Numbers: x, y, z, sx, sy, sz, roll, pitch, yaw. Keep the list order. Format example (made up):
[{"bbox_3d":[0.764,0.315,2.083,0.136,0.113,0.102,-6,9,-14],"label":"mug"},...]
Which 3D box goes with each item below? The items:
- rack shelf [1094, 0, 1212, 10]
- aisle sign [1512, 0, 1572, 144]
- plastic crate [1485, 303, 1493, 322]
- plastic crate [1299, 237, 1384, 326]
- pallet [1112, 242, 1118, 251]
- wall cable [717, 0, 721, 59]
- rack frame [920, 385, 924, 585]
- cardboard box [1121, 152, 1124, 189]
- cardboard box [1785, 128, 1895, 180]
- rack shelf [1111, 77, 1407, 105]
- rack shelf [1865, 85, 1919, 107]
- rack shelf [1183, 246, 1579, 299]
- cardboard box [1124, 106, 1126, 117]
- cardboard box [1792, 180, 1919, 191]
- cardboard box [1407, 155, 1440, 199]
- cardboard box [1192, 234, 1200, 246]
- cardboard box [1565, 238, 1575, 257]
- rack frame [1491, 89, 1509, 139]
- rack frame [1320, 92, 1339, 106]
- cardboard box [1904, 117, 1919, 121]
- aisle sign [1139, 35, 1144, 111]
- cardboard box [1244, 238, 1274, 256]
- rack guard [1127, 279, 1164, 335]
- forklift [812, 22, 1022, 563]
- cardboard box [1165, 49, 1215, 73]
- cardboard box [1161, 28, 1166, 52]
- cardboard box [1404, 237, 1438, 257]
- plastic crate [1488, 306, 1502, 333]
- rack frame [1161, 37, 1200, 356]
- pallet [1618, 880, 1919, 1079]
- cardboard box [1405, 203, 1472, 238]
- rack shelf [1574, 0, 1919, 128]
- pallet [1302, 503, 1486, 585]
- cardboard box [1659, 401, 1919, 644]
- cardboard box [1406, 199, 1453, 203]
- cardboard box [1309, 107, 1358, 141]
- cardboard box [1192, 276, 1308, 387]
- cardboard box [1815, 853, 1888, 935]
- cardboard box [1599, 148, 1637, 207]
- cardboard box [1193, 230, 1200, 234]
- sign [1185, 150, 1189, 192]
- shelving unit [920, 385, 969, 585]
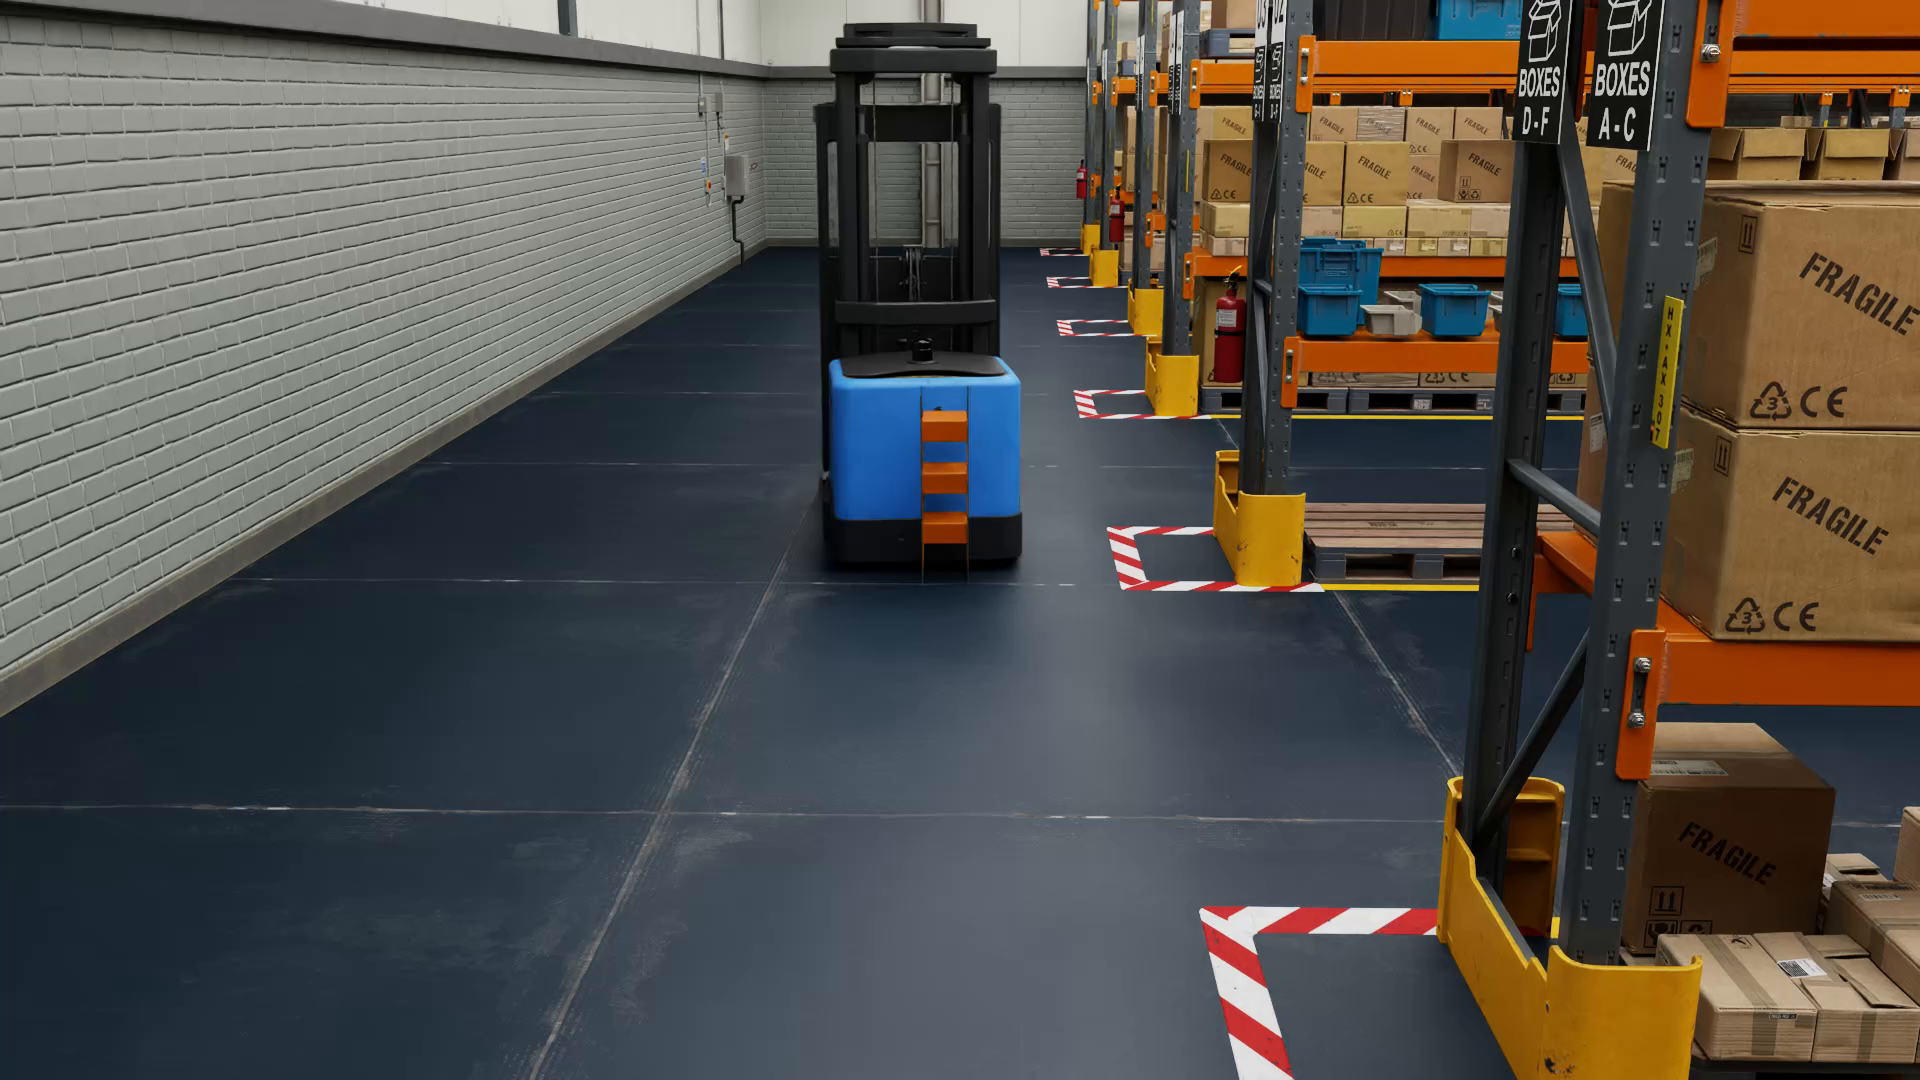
[{"bbox_3d":[4.200,-8.947,27.527,4.000,0.370,1.077,0,15,1],"label":"rack shelf"},{"bbox_3d":[1.508,-1.425,4.263,0.004,0.787,0.394,0,15,1],"label":"aisle sign"},{"bbox_3d":[2.807,-1.289,9.245,0.243,0.136,0.396,0,15,1],"label":"plastic crate"},{"bbox_3d":[2.038,-1.444,9.245,0.499,0.435,0.616,0,15,1],"label":"plastic crate"},{"bbox_3d":[3.074,-5.054,28.585,1.213,0.211,1.003,0,15,1],"label":"pallet"},{"bbox_3d":[-3.594,-8.200,23.281,0.029,3.000,2.355,0,15,1],"label":"wall cable"},{"bbox_3d":[-0.202,-0.287,8.836,0.008,1.050,0.200,0,20,0],"label":"rack frame"},{"bbox_3d":[2.567,-5.255,23.683,0.500,0.500,0.500,0,15,2],"label":"cardboard box"},{"bbox_3d":[7.148,-3.113,13.597,0.637,0.503,0.797,1,15,2],"label":"cardboard box"},{"bbox_3d":[4.077,-6.232,23.111,4.000,0.370,1.077,0,15,1],"label":"rack shelf"},{"bbox_3d":[12.049,-4.917,18.126,4.000,0.370,1.077,0,15,1],"label":"rack shelf"},{"bbox_3d":[3.824,-2.254,13.915,4.000,0.370,1.077,0,15,1],"label":"rack shelf"},{"bbox_3d":[2.442,-6.037,23.413,0.250,0.149,0.380,1,15,2],"label":"cardboard box"},{"bbox_3d":[2.525,-0.685,4.400,0.500,0.500,0.500,1,15,3],"label":"cardboard box"},{"bbox_3d":[5.041,-3.980,18.268,0.500,0.500,0.500,0,15,0],"label":"cardboard box"},{"bbox_3d":[3.655,-4.124,23.791,0.875,0.438,0.875,1,15,3],"label":"cardboard box"},{"bbox_3d":[4.996,-2.389,13.509,0.250,0.149,0.380,0,15,0],"label":"cardboard box"},{"bbox_3d":[6.051,-3.853,18.566,0.127,3.000,1.000,0,15,1],"label":"rack frame"},{"bbox_3d":[6.199,-6.382,28.151,0.127,3.000,1.000,0,15,1],"label":"rack frame"},{"bbox_3d":[12.917,-5.720,22.766,0.250,0.149,0.380,0,15,0],"label":"cardboard box"},{"bbox_3d":[1.972,-5.060,18.045,0.004,0.787,0.394,0,15,1],"label":"aisle sign"},{"bbox_3d":[2.428,-2.406,13.572,0.250,0.149,0.380,0,15,1],"label":"cardboard box"},{"bbox_3d":[2.128,-2.670,18.981,0.348,0.500,1.175,0,15,1],"label":"rack guard"},{"bbox_3d":[-0.330,-1.617,10.225,1.130,2.935,3.031,-2,15,-6],"label":"forklift"},{"bbox_3d":[2.495,-5.189,18.043,0.500,0.250,0.500,1,15,3],"label":"cardboard box"},{"bbox_3d":[2.519,-5.561,18.472,0.500,0.250,0.500,0,15,0],"label":"cardboard box"},{"bbox_3d":[3.709,-2.398,13.540,0.250,0.149,0.380,0,15,0],"label":"cardboard box"},{"bbox_3d":[2.933,-1.140,8.682,0.298,0.136,0.250,0,15,1],"label":"plastic crate"},{"bbox_3d":[1.825,-2.615,13.873,0.127,3.000,1.000,0,15,1],"label":"rack frame"},{"bbox_3d":[2.441,1.265,4.632,1.213,0.211,1.003,0,15,1],"label":"pallet"},{"bbox_3d":[3.841,-2.607,13.551,0.500,0.250,0.500,0,15,0],"label":"cardboard box"},{"bbox_3d":[3.567,-1.178,3.957,4.000,0.370,1.077,0,15,1],"label":"rack shelf"},{"bbox_3d":[2.522,0.011,9.383,1.213,0.211,1.003,0,15,1],"label":"pallet"},{"bbox_3d":[2.005,-0.067,4.019,0.500,0.500,0.500,1,15,3],"label":"cardboard box"},{"bbox_3d":[3.853,-2.742,14.064,0.500,0.250,0.500,0,15,2],"label":"cardboard box"},{"bbox_3d":[4.028,-4.471,18.168,0.500,0.500,0.500,0,15,0],"label":"cardboard box"},{"bbox_3d":[2.466,-1.807,14.152,0.875,0.875,0.875,0,15,1],"label":"cardboard box"},{"bbox_3d":[2.520,1.035,4.730,0.250,0.166,0.380,0,15,1],"label":"cardboard box"},{"bbox_3d":[5.357,-2.958,13.412,0.500,0.500,0.500,1,15,3],"label":"cardboard box"},{"bbox_3d":[4.189,-5.330,28.240,0.500,0.500,0.500,1,15,2],"label":"cardboard box"},{"bbox_3d":[1.804,-2.931,13.216,0.005,0.325,0.100,0,15,1],"label":"sign"},{"bbox_3d":[-0.080,-0.287,8.836,0.252,1.050,0.215,0,20,0],"label":"shelving unit"}]
